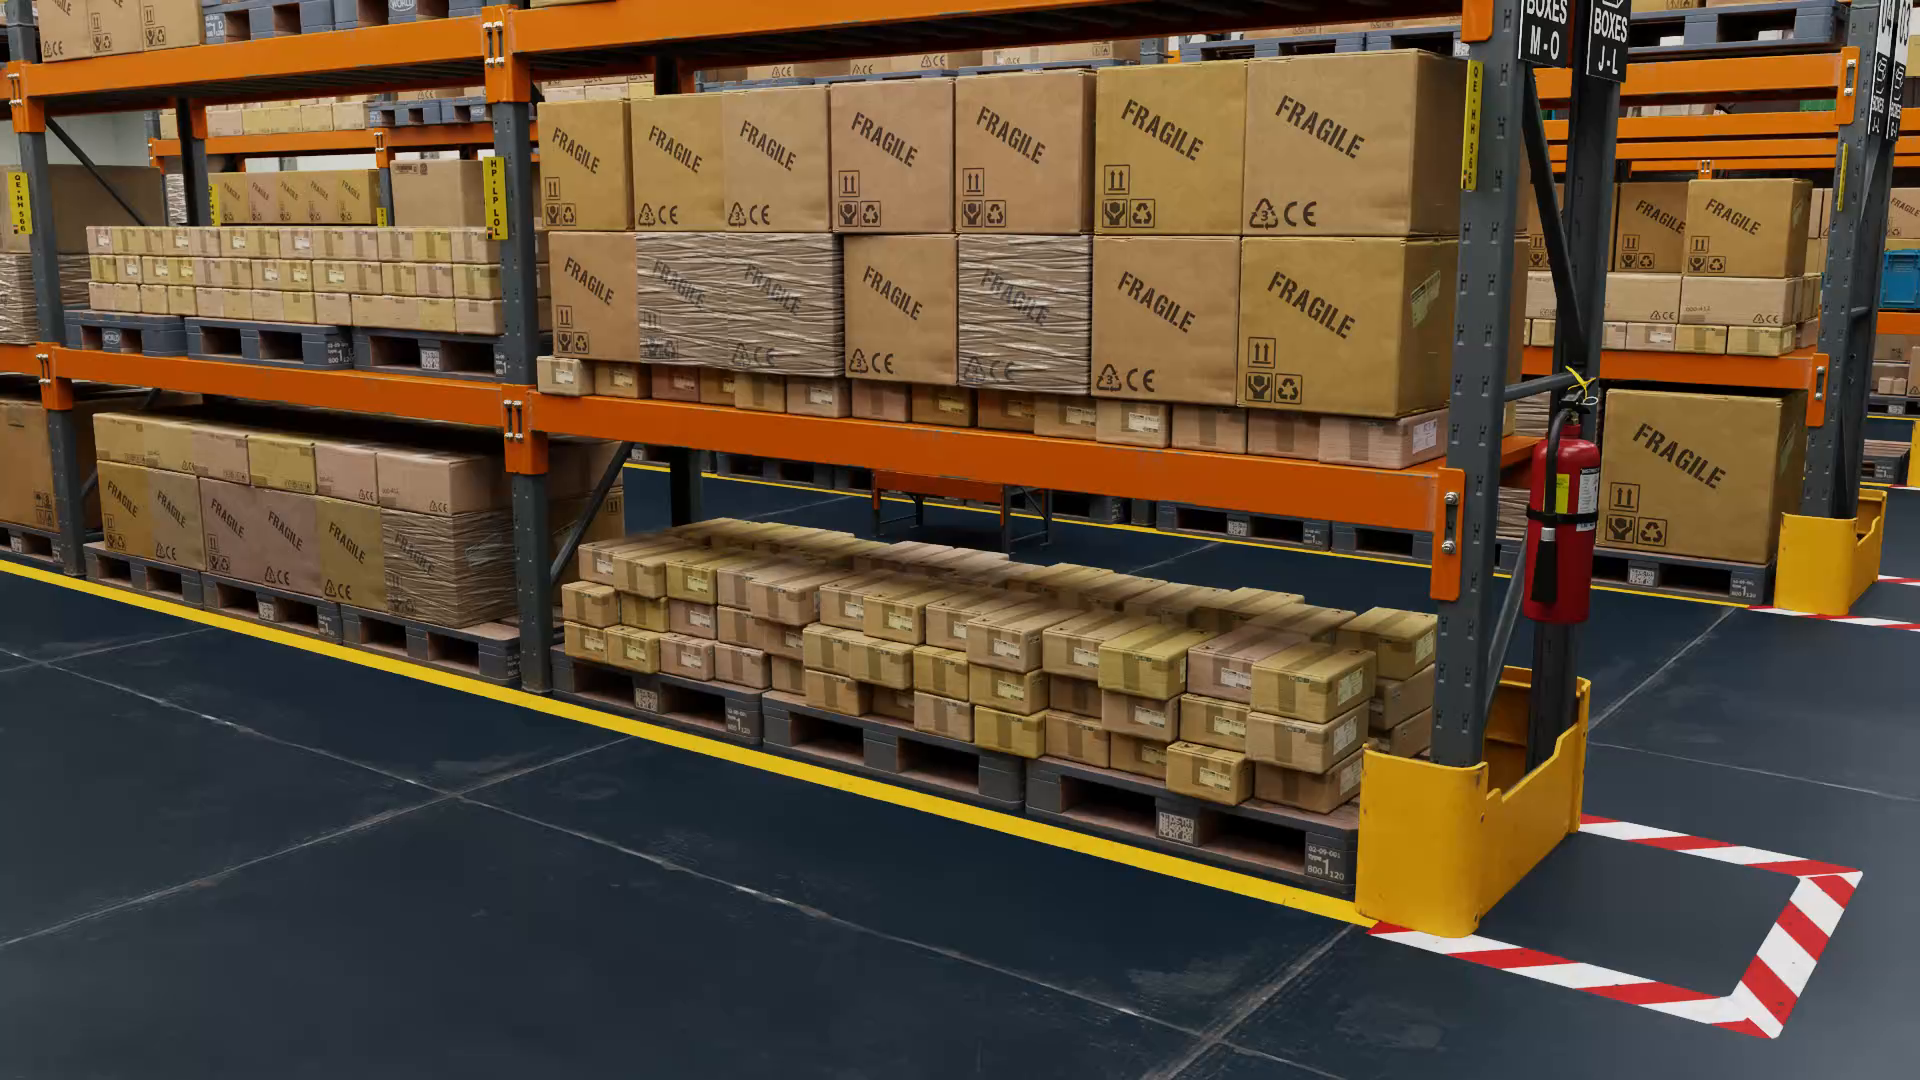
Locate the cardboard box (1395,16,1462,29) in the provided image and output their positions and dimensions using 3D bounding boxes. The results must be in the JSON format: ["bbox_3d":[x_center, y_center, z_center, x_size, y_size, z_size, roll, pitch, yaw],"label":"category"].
[{"bbox_3d":[2.910,-3.195,9.618,0.500,0.500,0.700,9,14,38],"label":"cardboard box"}]

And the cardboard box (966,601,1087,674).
[{"bbox_3d":[0.232,0.333,5.746,0.250,0.149,0.380,9,14,38],"label":"cardboard box"}]

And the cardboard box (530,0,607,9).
[{"bbox_3d":[-1.325,-2.197,6.487,0.500,0.250,0.500,9,14,38],"label":"cardboard box"}]

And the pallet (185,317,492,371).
[{"bbox_3d":[-3.146,-1.030,8.460,1.213,0.211,1.003,8,13,36],"label":"pallet"}]

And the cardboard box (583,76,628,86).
[{"bbox_3d":[-2.701,-3.927,13.453,0.500,0.500,0.500,8,13,35],"label":"cardboard box"}]

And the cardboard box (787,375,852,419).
[{"bbox_3d":[-0.417,-0.545,6.109,0.250,0.149,0.380,9,14,38],"label":"cardboard box"}]

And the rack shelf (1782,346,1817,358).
[{"bbox_3d":[3.088,-1.156,9.989,3.809,0.124,0.919,8,13,36],"label":"rack shelf"}]

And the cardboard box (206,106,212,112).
[{"bbox_3d":[-7.506,-4.421,16.933,0.250,0.149,0.380,9,14,38],"label":"cardboard box"}]

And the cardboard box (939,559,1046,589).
[{"bbox_3d":[0.129,0.191,6.478,0.250,0.149,0.380,8,14,36],"label":"cardboard box"}]

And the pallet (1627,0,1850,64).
[{"bbox_3d":[4.095,-2.700,8.923,1.213,0.211,1.003,8,13,36],"label":"pallet"}]

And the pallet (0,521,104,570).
[{"bbox_3d":[-5.357,-0.071,10.343,1.213,0.211,1.003,8,13,36],"label":"pallet"}]

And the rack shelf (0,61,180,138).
[{"bbox_3d":[-6.378,-2.685,10.506,4.000,0.370,1.077,8,13,36],"label":"rack shelf"}]

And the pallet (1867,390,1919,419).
[{"bbox_3d":[9.862,-1.434,17.386,1.213,0.211,1.003,8,13,36],"label":"pallet"}]

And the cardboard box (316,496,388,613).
[{"bbox_3d":[-2.701,0.028,7.962,0.500,0.500,0.500,8,13,34],"label":"cardboard box"}]

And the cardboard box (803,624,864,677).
[{"bbox_3d":[-0.375,0.387,6.251,0.250,0.149,0.380,8,13,35],"label":"cardboard box"}]

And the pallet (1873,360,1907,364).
[{"bbox_3d":[11.825,-2.310,21.913,1.213,0.211,1.003,8,13,36],"label":"pallet"}]

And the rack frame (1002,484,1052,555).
[{"bbox_3d":[0.415,-0.494,10.124,0.032,1.125,0.500,8,13,36],"label":"rack frame"}]

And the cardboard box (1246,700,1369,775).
[{"bbox_3d":[1.088,0.591,5.194,0.250,0.149,0.380,8,13,34],"label":"cardboard box"}]

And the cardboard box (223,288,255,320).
[{"bbox_3d":[-3.455,-1.193,8.355,0.250,0.149,0.380,8,14,36],"label":"cardboard box"}]

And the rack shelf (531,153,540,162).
[{"bbox_3d":[-3.653,-4.640,20.616,4.000,0.370,1.077,8,13,36],"label":"rack shelf"}]

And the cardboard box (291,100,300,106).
[{"bbox_3d":[-6.222,-4.251,16.056,0.250,0.149,0.380,9,14,38],"label":"cardboard box"}]

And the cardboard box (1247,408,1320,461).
[{"bbox_3d":[1.074,-0.345,5.075,0.250,0.149,0.380,8,13,35],"label":"cardboard box"}]

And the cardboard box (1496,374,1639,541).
[{"bbox_3d":[3.403,-0.514,9.776,0.875,0.875,0.875,8,13,36],"label":"cardboard box"}]

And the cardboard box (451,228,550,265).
[{"bbox_3d":[-1.981,-1.281,7.242,0.250,0.149,0.380,9,14,38],"label":"cardboard box"}]

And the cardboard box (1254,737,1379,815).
[{"bbox_3d":[1.135,0.725,5.283,0.250,0.149,0.380,8,14,36],"label":"cardboard box"}]

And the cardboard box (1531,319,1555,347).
[{"bbox_3d":[3.394,-1.170,9.340,0.250,0.149,0.380,8,13,34],"label":"cardboard box"}]

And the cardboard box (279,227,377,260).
[{"bbox_3d":[-3.031,-1.427,8.000,0.250,0.149,0.380,7,13,33],"label":"cardboard box"}]

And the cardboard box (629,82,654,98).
[{"bbox_3d":[-2.277,-3.503,13.238,0.500,0.250,0.500,8,14,36],"label":"cardboard box"}]

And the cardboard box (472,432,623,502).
[{"bbox_3d":[-1.981,-0.361,8.000,0.500,0.250,0.500,7,13,33],"label":"cardboard box"}]

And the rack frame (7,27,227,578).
[{"bbox_3d":[-4.766,-1.340,9.560,0.127,3.000,1.000,8,13,36],"label":"rack frame"}]

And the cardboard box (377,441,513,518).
[{"bbox_3d":[-2.292,-0.283,7.594,0.500,0.250,0.500,8,13,34],"label":"cardboard box"}]

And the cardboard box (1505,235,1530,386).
[{"bbox_3d":[1.484,-0.729,5.353,0.500,0.500,0.500,9,14,38],"label":"cardboard box"}]

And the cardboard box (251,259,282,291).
[{"bbox_3d":[-3.236,-1.310,8.175,0.250,0.149,0.380,9,14,38],"label":"cardboard box"}]

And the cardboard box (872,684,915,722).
[{"bbox_3d":[-0.112,0.551,6.186,0.250,0.149,0.380,8,14,37],"label":"cardboard box"}]

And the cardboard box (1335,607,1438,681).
[{"bbox_3d":[1.461,0.350,5.659,0.250,0.149,0.380,7,13,33],"label":"cardboard box"}]

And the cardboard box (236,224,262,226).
[{"bbox_3d":[-6.918,-3.016,17.176,0.500,0.500,0.875,8,13,36],"label":"cardboard box"}]

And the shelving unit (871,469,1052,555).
[{"bbox_3d":[0.005,-0.552,10.419,1.048,1.125,0.538,8,13,36],"label":"shelving unit"}]

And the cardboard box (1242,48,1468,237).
[{"bbox_3d":[1.166,-1.140,4.847,0.500,0.500,0.500,8,13,34],"label":"cardboard box"}]

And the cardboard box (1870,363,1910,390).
[{"bbox_3d":[9.893,-1.732,17.664,0.500,0.250,0.500,8,13,36],"label":"cardboard box"}]

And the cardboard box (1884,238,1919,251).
[{"bbox_3d":[9.624,-2.820,16.948,0.500,0.500,0.500,8,14,36],"label":"cardboard box"}]

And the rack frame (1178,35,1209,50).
[{"bbox_3d":[3.823,-7.758,26.940,0.127,3.000,1.000,8,13,36],"label":"rack frame"}]

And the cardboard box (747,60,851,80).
[{"bbox_3d":[-1.214,-3.760,12.794,0.637,0.503,0.797,9,14,39],"label":"cardboard box"}]

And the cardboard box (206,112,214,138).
[{"bbox_3d":[-7.542,-4.236,17.025,0.500,0.250,0.500,8,13,34],"label":"cardboard box"}]

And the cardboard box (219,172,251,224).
[{"bbox_3d":[-7.112,-3.457,16.822,0.500,0.500,0.500,8,13,36],"label":"cardboard box"}]

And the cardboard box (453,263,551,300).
[{"bbox_3d":[-1.979,-1.134,7.266,0.250,0.149,0.380,8,14,37],"label":"cardboard box"}]

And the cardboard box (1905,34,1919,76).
[{"bbox_3d":[9.790,-4.842,16.868,0.500,0.500,0.700,8,13,36],"label":"cardboard box"}]

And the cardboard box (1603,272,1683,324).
[{"bbox_3d":[3.743,-1.332,9.130,0.500,0.250,0.500,8,13,35],"label":"cardboard box"}]

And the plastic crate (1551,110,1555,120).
[{"bbox_3d":[5.330,-3.734,14.476,0.300,0.233,0.416,8,13,36],"label":"plastic crate"}]

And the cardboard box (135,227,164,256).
[{"bbox_3d":[-4.095,-1.575,8.765,0.250,0.149,0.380,8,13,35],"label":"cardboard box"}]

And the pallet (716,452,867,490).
[{"bbox_3d":[-1.158,-0.619,13.173,1.213,0.211,1.003,8,13,36],"label":"pallet"}]

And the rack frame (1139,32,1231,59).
[{"bbox_3d":[1.476,-4.584,10.532,0.127,3.000,1.000,8,13,36],"label":"rack frame"}]

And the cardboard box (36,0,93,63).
[{"bbox_3d":[-4.463,-2.757,8.723,0.500,0.500,0.500,8,13,36],"label":"cardboard box"}]

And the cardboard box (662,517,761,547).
[{"bbox_3d":[-1.101,0.011,7.409,0.250,0.149,0.380,8,14,37],"label":"cardboard box"}]

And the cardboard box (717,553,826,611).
[{"bbox_3d":[-0.743,0.168,6.597,0.250,0.149,0.380,8,13,34],"label":"cardboard box"}]

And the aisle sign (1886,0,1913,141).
[{"bbox_3d":[4.935,-2.503,8.726,0.004,0.787,0.394,8,13,36],"label":"aisle sign"}]
